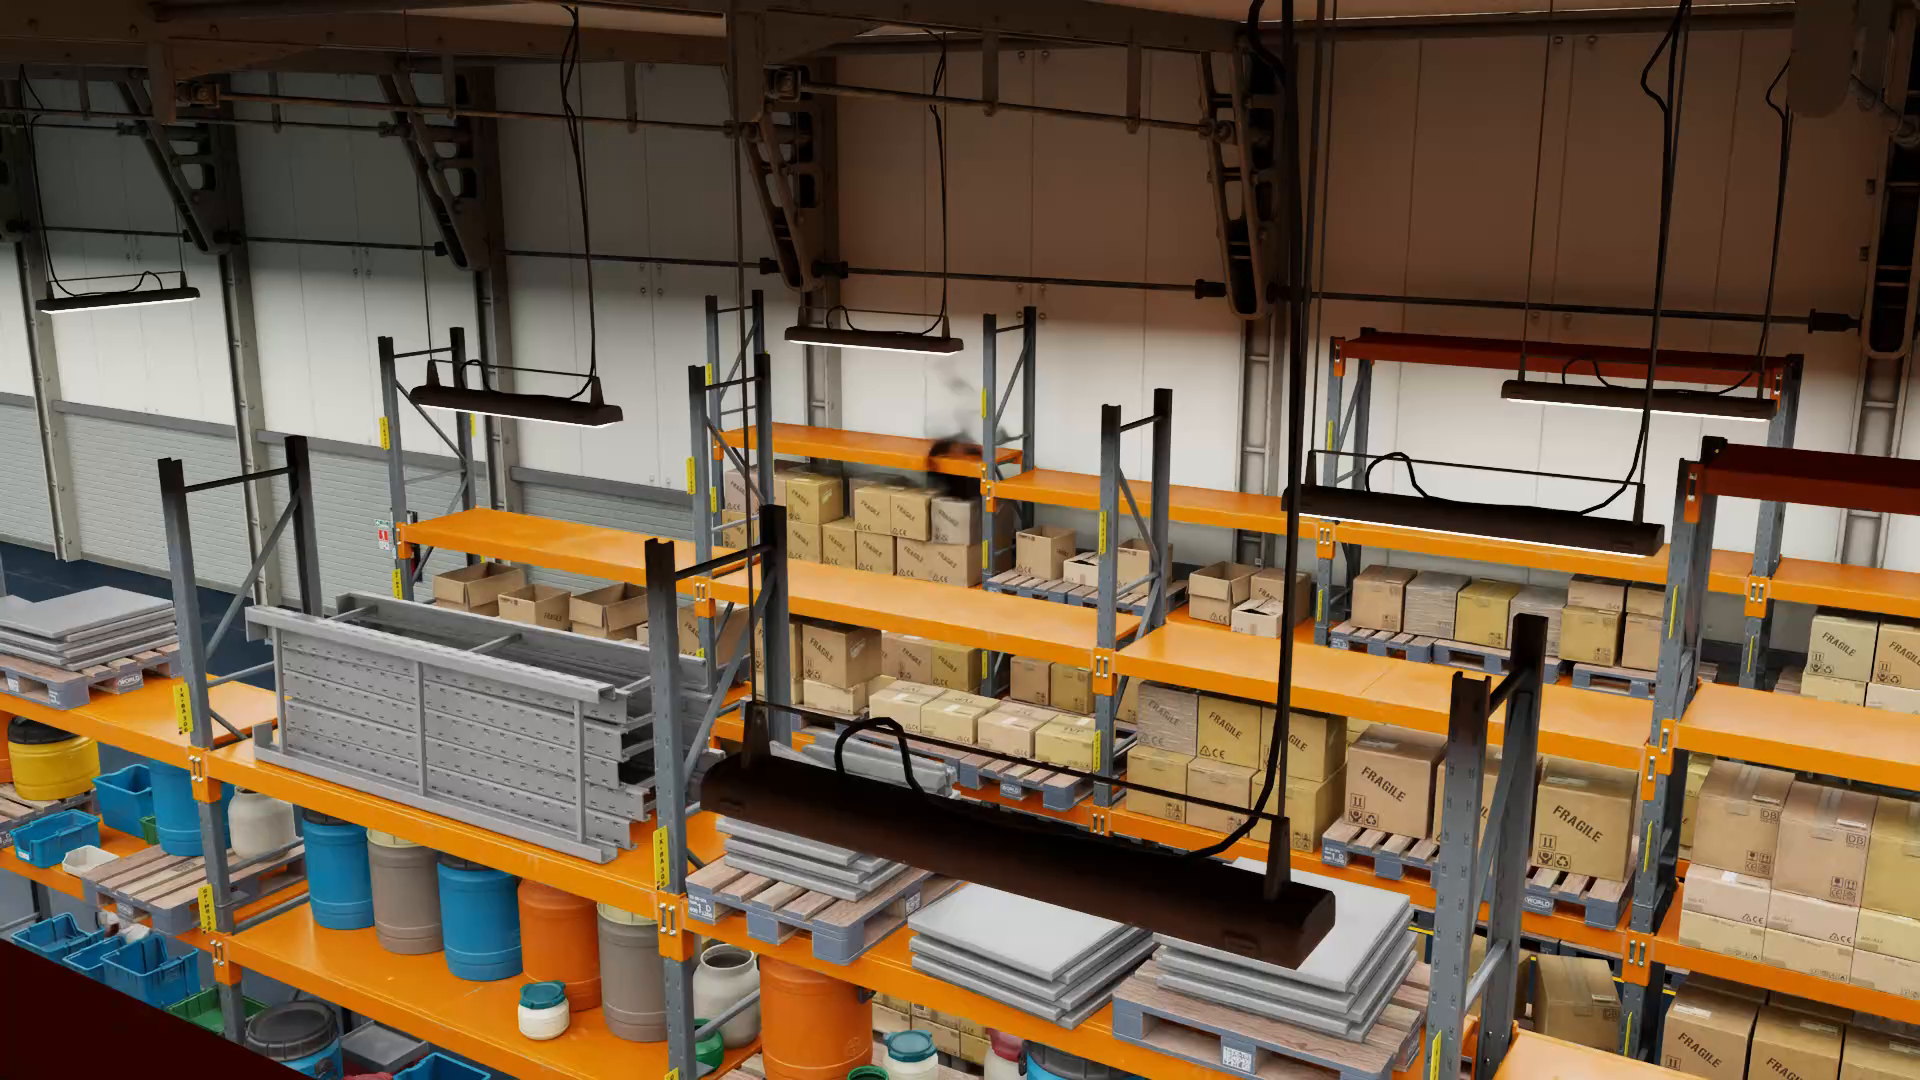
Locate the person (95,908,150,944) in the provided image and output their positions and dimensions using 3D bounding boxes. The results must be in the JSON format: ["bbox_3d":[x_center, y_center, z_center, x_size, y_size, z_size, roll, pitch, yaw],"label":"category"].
[{"bbox_3d":[-7.557,3.637,15.182,0.624,1.658,0.611,1,14,5],"label":"person"}]
